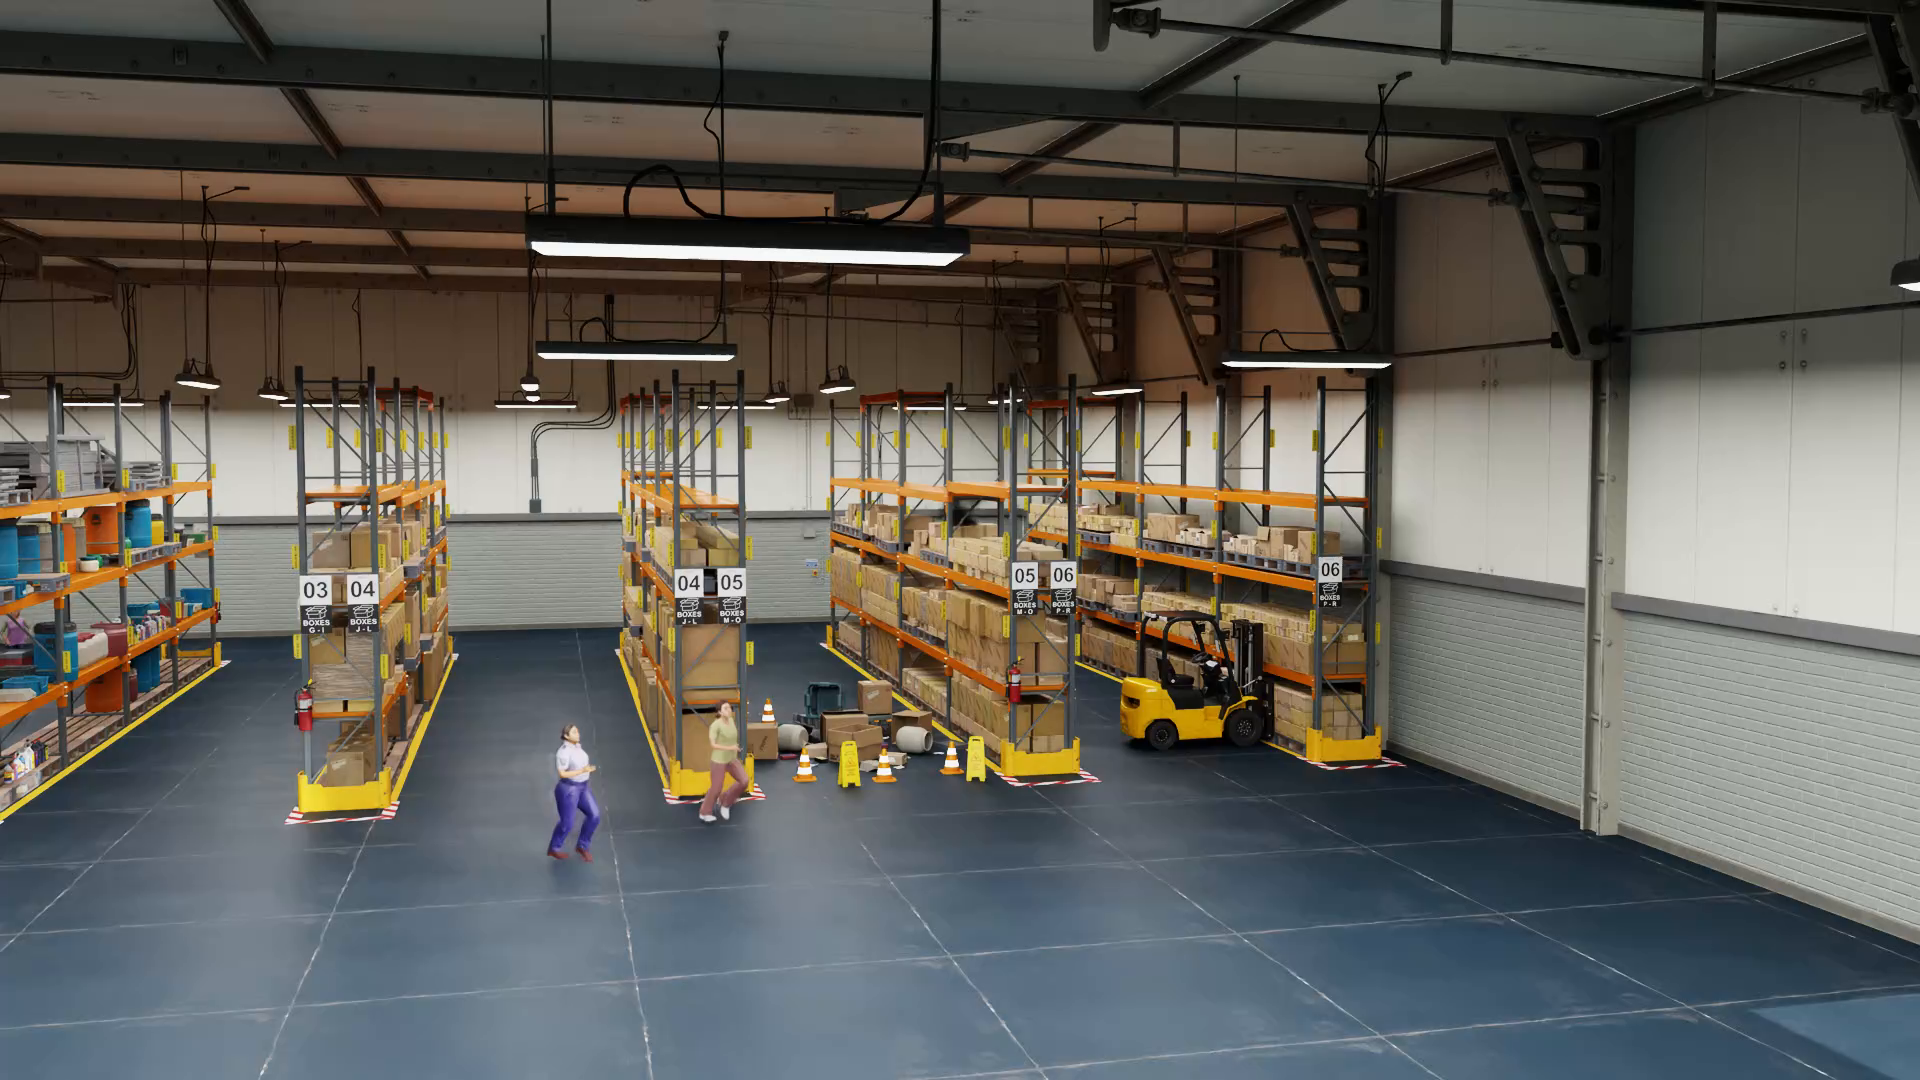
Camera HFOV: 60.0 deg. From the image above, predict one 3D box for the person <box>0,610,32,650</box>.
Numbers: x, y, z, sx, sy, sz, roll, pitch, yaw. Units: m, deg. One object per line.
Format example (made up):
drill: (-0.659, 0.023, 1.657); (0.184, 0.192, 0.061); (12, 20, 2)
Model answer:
person: (-19.589, 2.178, 34.530); (0.589, 1.586, 0.592); (-2, 4, -30)

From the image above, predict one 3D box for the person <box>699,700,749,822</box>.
person: (-3.064, 2.877, 21.678); (0.769, 1.620, 0.595); (3, 4, 39)

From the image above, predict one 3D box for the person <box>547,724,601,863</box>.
person: (-4.568, 3.022, 19.695); (0.680, 1.683, 0.582); (1, 4, 21)
